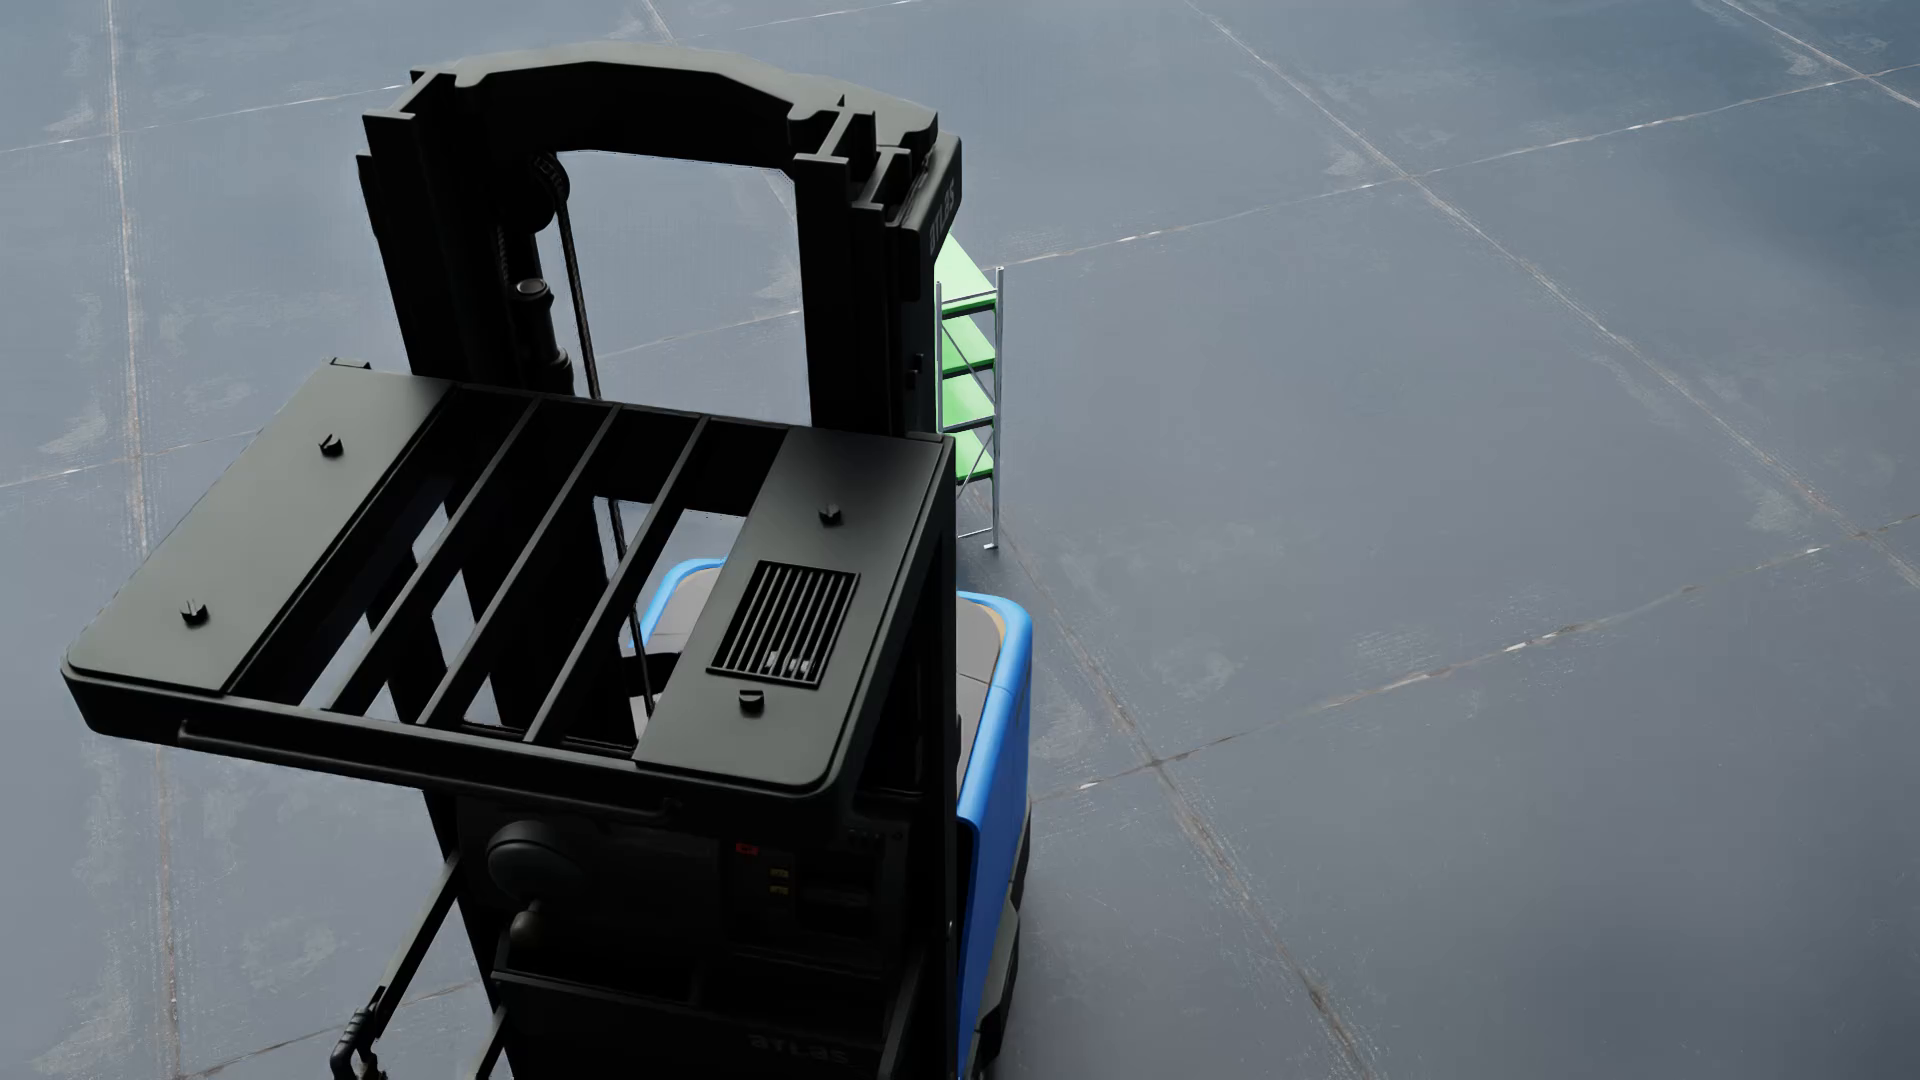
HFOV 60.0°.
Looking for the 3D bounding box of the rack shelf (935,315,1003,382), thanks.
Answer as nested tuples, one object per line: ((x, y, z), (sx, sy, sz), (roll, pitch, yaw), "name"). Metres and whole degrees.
((-0.063, -0.688, 5.860), (0.258, 0.148, 0.480), (-15, 43, -17), "rack shelf")

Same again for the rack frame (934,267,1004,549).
((0.030, -0.408, 5.804), (0.240, 1.200, 0.015), (-15, 43, -17), "rack frame")

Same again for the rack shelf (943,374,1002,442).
((-0.063, -0.506, 6.016), (0.258, 0.148, 0.480), (-15, 43, -17), "rack shelf")

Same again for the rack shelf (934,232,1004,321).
((-0.063, -0.870, 5.703), (0.258, 0.148, 0.480), (-15, 43, -17), "rack shelf")

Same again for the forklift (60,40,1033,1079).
((-0.599, 0.737, 3.145), (1.130, 2.935, 3.031), (8, 41, 9), "forklift")

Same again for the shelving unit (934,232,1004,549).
((-0.063, -0.555, 5.975), (0.258, 1.200, 0.503), (-15, 43, -17), "shelving unit")

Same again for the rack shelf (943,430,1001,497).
((-0.063, -0.324, 6.173), (0.258, 0.148, 0.480), (-15, 43, -17), "rack shelf")
